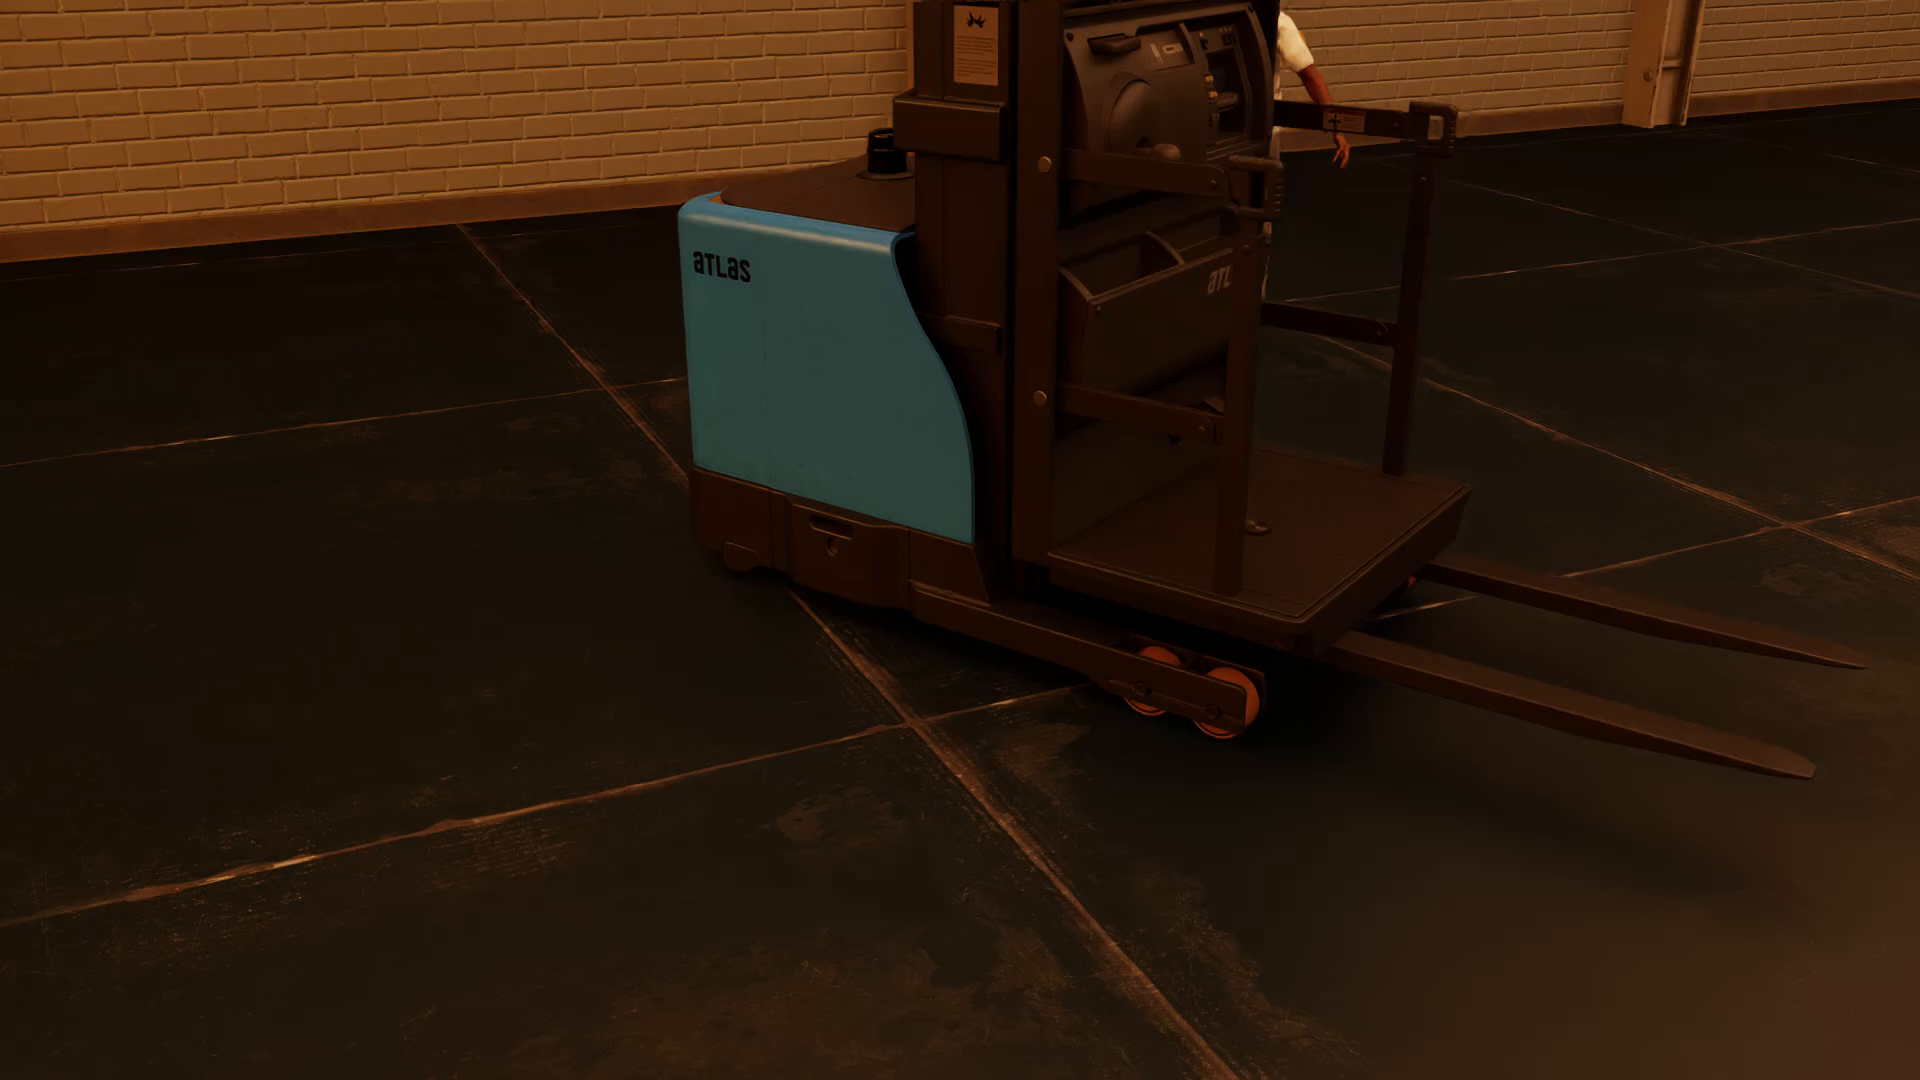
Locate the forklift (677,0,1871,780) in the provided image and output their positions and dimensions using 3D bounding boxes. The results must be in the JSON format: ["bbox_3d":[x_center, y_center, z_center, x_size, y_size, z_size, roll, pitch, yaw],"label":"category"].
[{"bbox_3d":[0.697,-1.111,3.960,3.031,2.935,1.130,16,27,33],"label":"forklift"}]

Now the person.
[{"bbox_3d":[1.240,-1.738,7.199,0.899,1.649,0.701,6,23,14],"label":"person"}]
